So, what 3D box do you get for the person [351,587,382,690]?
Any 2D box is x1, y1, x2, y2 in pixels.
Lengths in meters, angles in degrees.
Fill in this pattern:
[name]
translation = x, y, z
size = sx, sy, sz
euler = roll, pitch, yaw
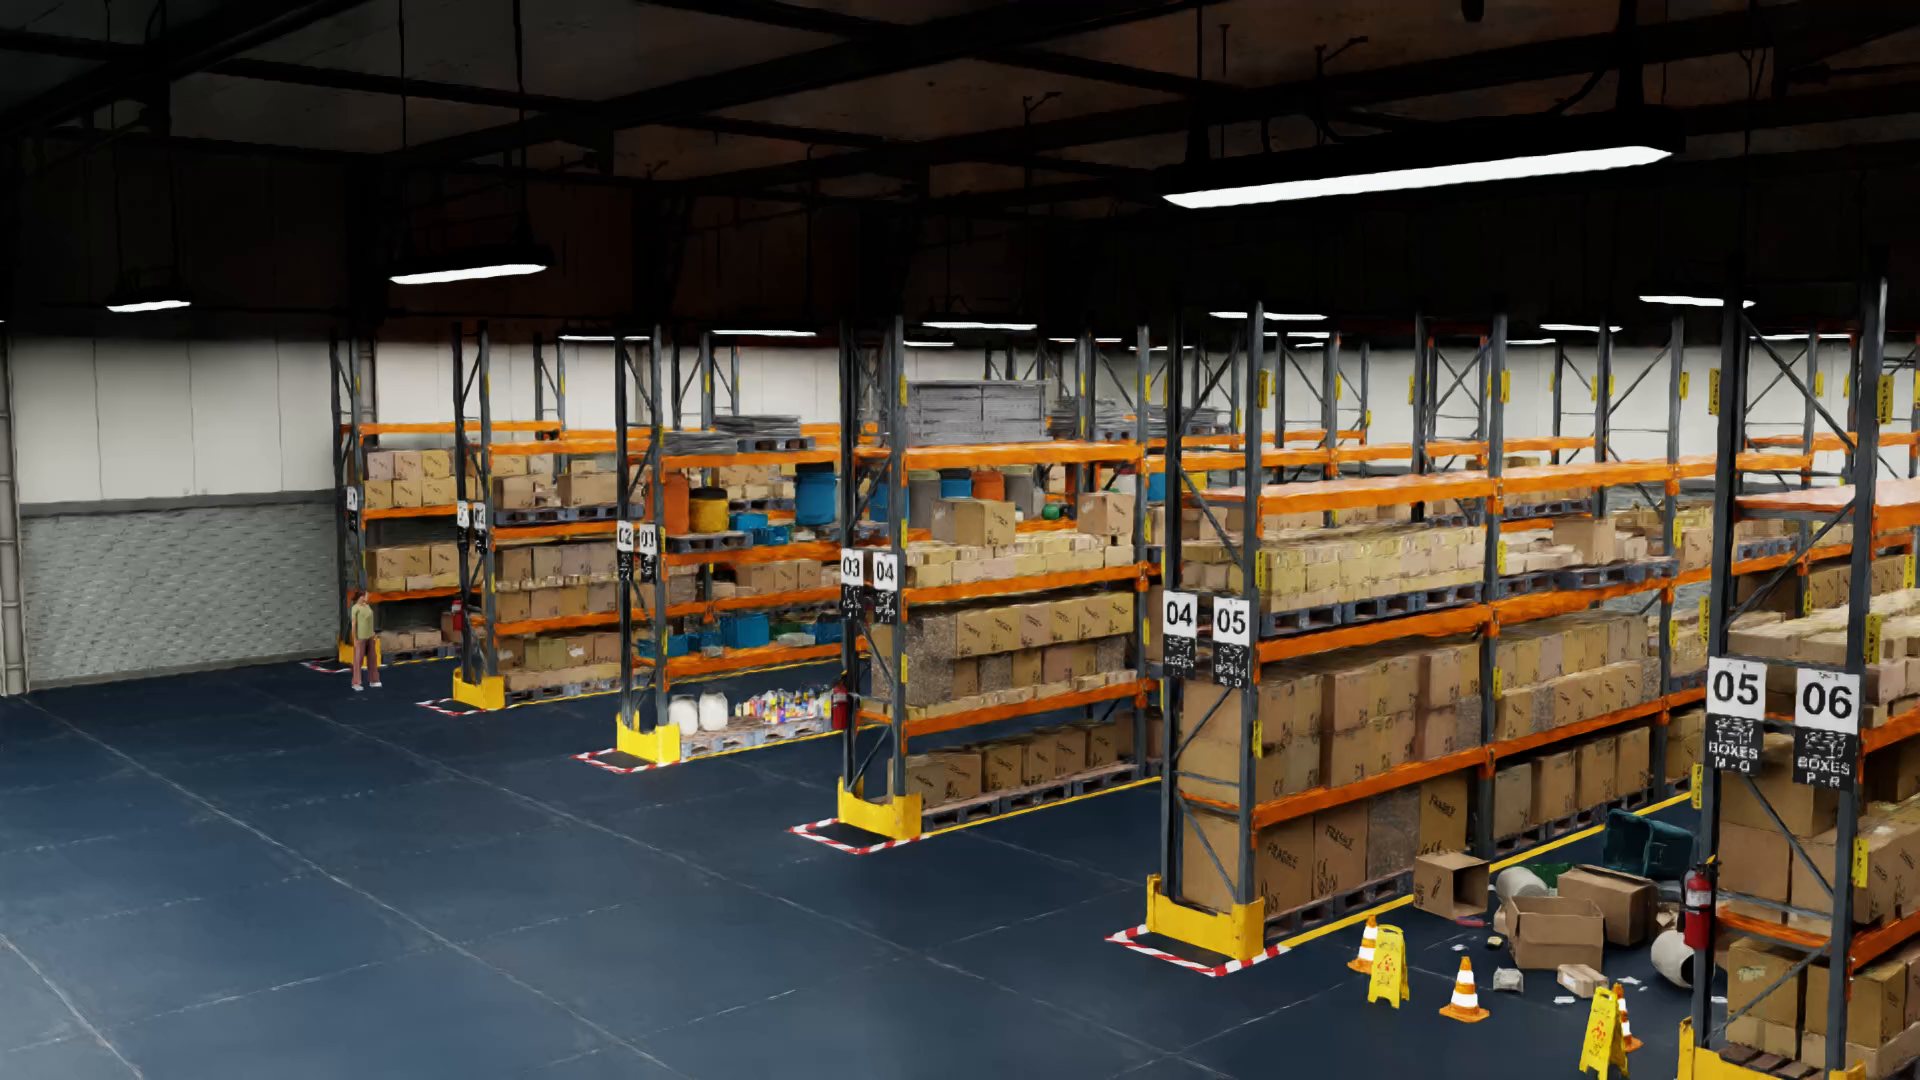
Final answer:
[person]
translation = -9.778, 1.615, 27.374
size = 0.432, 1.677, 0.499
euler = 2, 6, 18
